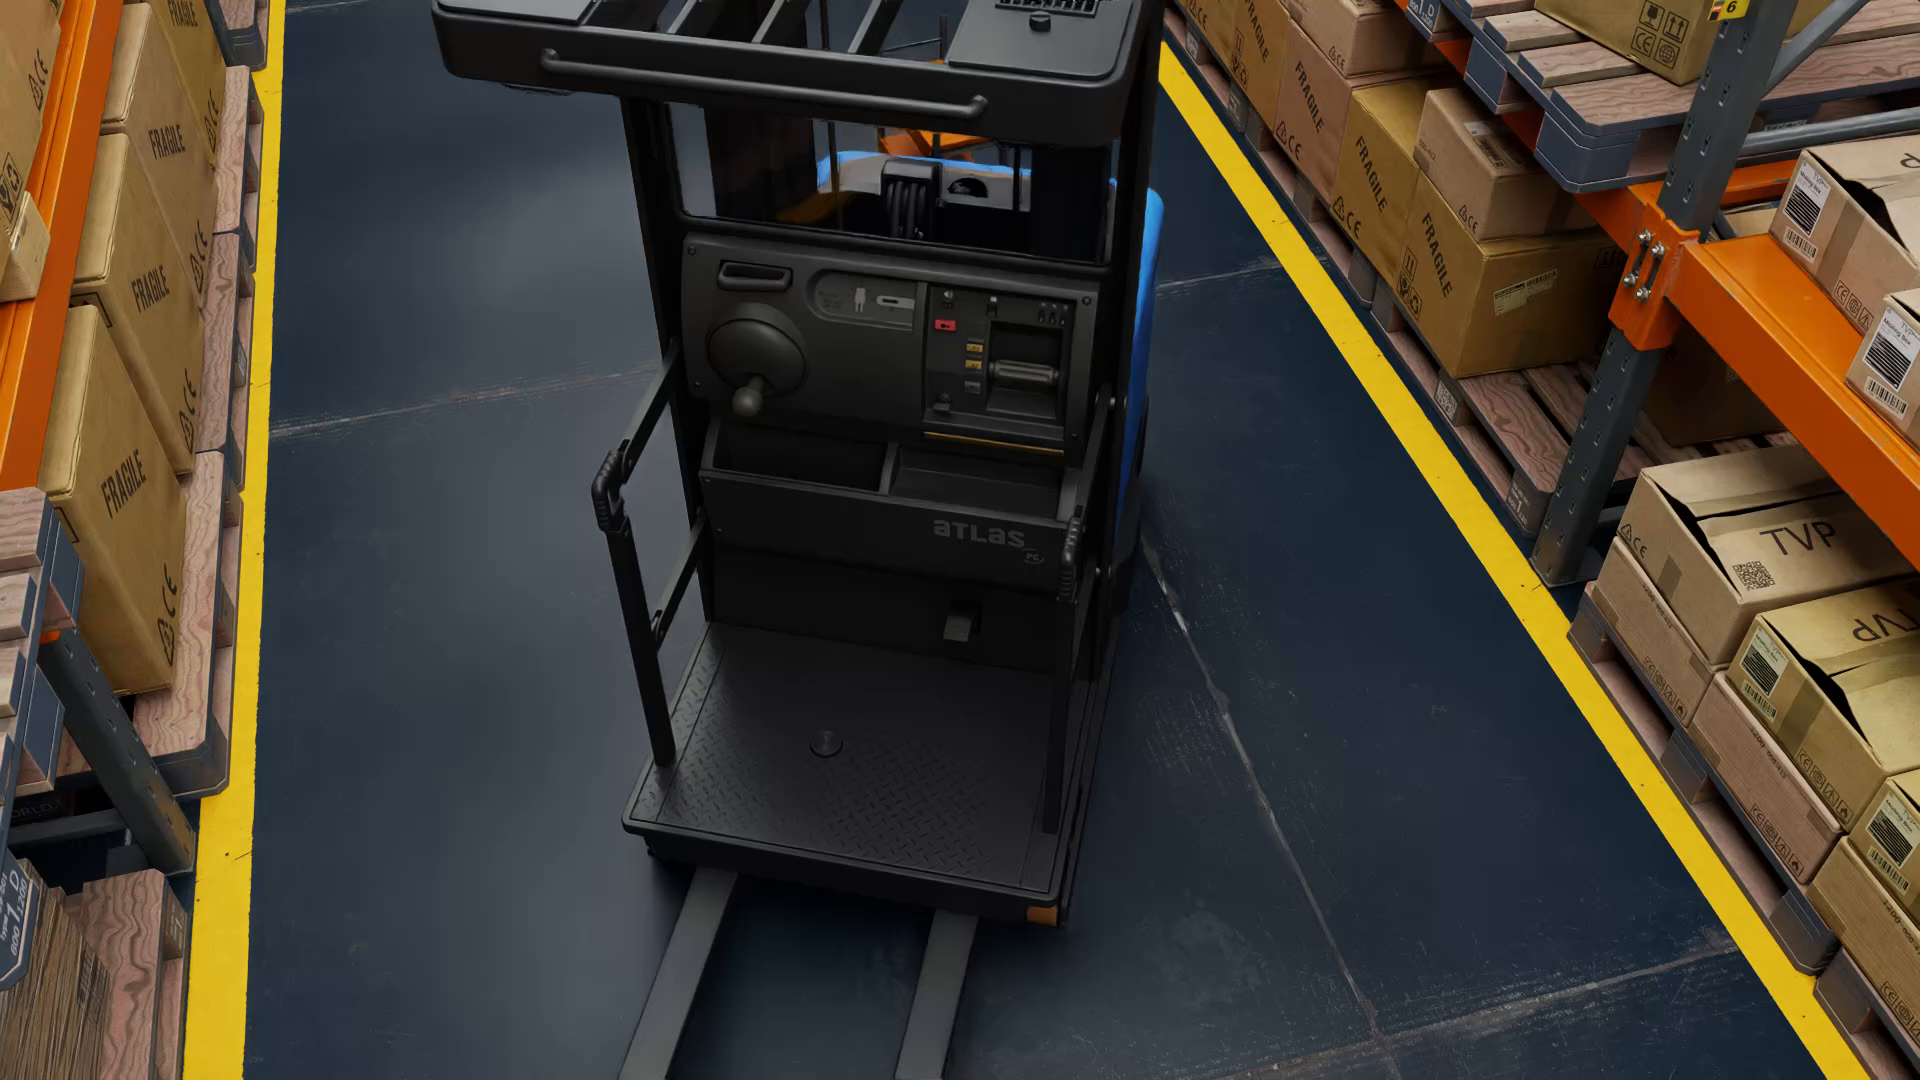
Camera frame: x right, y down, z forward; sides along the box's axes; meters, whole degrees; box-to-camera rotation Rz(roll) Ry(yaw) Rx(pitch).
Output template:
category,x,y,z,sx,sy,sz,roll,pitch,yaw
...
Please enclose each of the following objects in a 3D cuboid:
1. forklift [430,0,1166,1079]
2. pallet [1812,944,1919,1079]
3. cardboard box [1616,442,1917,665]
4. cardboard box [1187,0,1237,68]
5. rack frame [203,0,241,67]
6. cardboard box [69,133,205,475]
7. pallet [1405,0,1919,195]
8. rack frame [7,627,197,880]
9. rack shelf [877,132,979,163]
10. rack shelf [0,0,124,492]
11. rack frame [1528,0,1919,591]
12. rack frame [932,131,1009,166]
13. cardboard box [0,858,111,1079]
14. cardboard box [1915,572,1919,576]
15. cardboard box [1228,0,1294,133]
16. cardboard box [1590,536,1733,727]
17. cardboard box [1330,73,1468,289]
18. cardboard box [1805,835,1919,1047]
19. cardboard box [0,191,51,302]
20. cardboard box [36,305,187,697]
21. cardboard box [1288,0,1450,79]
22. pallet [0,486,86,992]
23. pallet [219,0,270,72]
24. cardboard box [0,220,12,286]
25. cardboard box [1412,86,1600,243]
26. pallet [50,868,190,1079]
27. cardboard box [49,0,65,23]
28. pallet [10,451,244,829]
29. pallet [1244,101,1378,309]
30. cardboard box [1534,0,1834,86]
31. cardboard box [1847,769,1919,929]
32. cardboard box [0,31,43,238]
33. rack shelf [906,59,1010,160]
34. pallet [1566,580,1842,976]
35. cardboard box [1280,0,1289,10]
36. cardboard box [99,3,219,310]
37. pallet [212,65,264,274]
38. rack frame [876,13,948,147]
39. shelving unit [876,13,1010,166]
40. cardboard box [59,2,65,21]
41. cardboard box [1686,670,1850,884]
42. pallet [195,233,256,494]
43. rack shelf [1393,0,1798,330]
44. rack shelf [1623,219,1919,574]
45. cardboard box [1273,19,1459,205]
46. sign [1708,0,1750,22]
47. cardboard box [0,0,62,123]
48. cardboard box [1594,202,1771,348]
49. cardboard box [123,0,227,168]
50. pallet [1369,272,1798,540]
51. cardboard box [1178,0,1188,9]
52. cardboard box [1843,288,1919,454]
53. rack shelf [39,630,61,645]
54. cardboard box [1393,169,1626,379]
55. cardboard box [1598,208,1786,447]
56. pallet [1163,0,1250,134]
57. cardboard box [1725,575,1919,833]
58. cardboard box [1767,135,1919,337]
category,x,y,z,sx,sy,sz,roll,pitch,yaw
forklift,-0.207,-0.336,3.527,1.130,2.935,3.031,8,46,8
pallet,2.751,1.363,3.767,1.003,0.211,1.213,-11,47,-10
cardboard box,2.119,0.005,4.384,0.500,0.311,0.500,-9,46,-9
cardboard box,1.281,-2.325,6.871,0.500,0.500,0.500,-10,46,-10
rack frame,-3.543,-2.883,5.975,1.000,3.000,0.127,-11,47,-10
cardboard box,-2.798,-0.653,5.001,0.750,0.750,0.750,-11,47,-11
pallet,2.028,-1.418,4.673,1.213,0.211,1.003,-11,47,-10
rack frame,-2.519,-0.121,3.269,1.000,3.000,0.127,-11,47,-10
rack shelf,-0.059,-1.134,5.303,0.258,0.148,0.480,-16,48,-15
rack shelf,-3.031,-1.250,4.879,1.077,0.370,4.000,-11,47,-10
rack frame,2.269,-1.030,4.159,1.000,3.000,0.127,-11,47,-10
rack frame,0.033,-0.864,5.256,0.240,1.200,0.015,-16,48,-15
cardboard box,-2.284,1.087,3.526,0.700,0.500,0.500,-10,46,-10
cardboard box,2.641,-0.094,4.480,0.500,0.311,0.500,-10,46,-9
cardboard box,1.401,-1.979,6.531,0.500,0.500,0.500,-10,46,-10
cardboard box,2.119,0.201,4.584,0.500,0.250,0.500,-11,47,-10
cardboard box,1.670,-1.269,5.835,0.500,0.500,0.500,-12,47,-12
cardboard box,2.388,0.906,3.893,0.500,0.250,0.500,-12,47,-11
cardboard box,-2.421,-0.684,3.982,0.380,0.149,0.250,-9,46,-9
cardboard box,-2.580,-0.047,4.407,0.750,0.750,0.750,-11,47,-11
cardboard box,1.518,-1.918,5.946,0.500,0.250,0.500,-12,47,-11
pallet,-2.233,0.418,2.874,1.213,0.211,1.003,-11,47,-10
pallet,-3.662,-2.446,7.499,1.003,0.211,1.213,-11,47,-10
cardboard box,-2.396,-0.649,3.494,0.500,0.500,0.500,-9,46,-9
cardboard box,1.784,-1.212,5.255,0.500,0.250,0.500,-9,46,-9
pallet,-2.320,1.395,3.735,1.003,0.211,1.213,-11,47,-10
cardboard box,-2.788,-1.714,4.537,0.500,0.500,0.500,-10,46,-9
pallet,-2.648,0.297,4.811,1.003,0.211,1.213,-11,47,-10
pallet,1.806,-1.417,6.491,1.003,0.211,1.213,-11,47,-10
cardboard box,1.999,-1.626,4.379,0.700,0.500,0.500,-26,51,-23
cardboard box,2.390,0.719,3.684,0.500,0.311,0.500,-12,47,-11
cardboard box,-2.521,-1.013,3.850,0.500,0.500,0.500,-9,46,-9
rack shelf,-0.059,-1.300,5.134,0.258,0.148,0.480,-16,48,-15
pallet,2.442,0.522,4.591,1.003,0.211,1.213,-11,47,-10
cardboard box,1.389,-2.264,6.285,0.500,0.250,0.500,-11,47,-10
cardboard box,-3.020,-1.239,5.575,0.750,0.750,0.750,-9,46,-9
pallet,-3.272,-1.388,6.462,1.003,0.211,1.213,-11,47,-10
rack frame,-0.152,-1.186,5.572,0.240,1.200,0.015,-16,48,-15
shelving unit,-0.059,-1.025,5.414,0.258,1.200,0.503,-16,48,-15
cardboard box,-2.843,-1.550,4.830,0.380,0.149,0.250,-9,46,-9
cardboard box,2.249,0.548,4.244,0.500,0.250,0.500,-12,47,-11
pallet,-2.956,-0.544,5.635,1.003,0.211,1.213,-11,47,-10
rack shelf,1.757,-2.159,5.769,1.077,0.370,4.000,-11,47,-10
rack shelf,2.781,0.603,3.062,1.077,0.370,4.000,-11,47,-10
cardboard box,1.530,-1.630,6.189,0.500,0.500,0.500,-12,47,-12
sign,1.747,-1.301,3.670,0.100,0.325,0.005,-11,47,-10
cardboard box,-2.647,-1.356,4.186,0.500,0.500,0.500,-11,47,-10
cardboard box,2.289,-1.036,5.607,0.500,0.500,0.500,-12,47,-12
cardboard box,-3.251,-1.852,6.176,0.750,0.750,0.750,-10,46,-10
pallet,2.114,-0.576,5.667,1.003,0.211,1.213,-11,47,-10
cardboard box,1.133,-2.692,7.230,0.500,0.500,0.500,-13,47,-12
cardboard box,2.311,-0.345,3.551,0.500,0.311,0.500,-11,47,-11
rack shelf,-2.007,1.511,2.172,1.077,0.370,4.000,-11,47,-10
cardboard box,1.803,-0.911,5.485,0.500,0.500,0.500,-9,46,-9
cardboard box,2.429,-0.675,5.254,0.500,0.500,0.500,-9,46,-9
pallet,1.490,-2.260,7.318,1.003,0.211,1.213,-11,47,-10
cardboard box,2.262,0.366,4.030,0.500,0.311,0.500,-12,47,-11
cardboard box,2.320,-0.739,3.937,0.500,0.311,0.500,-8,46,-8
